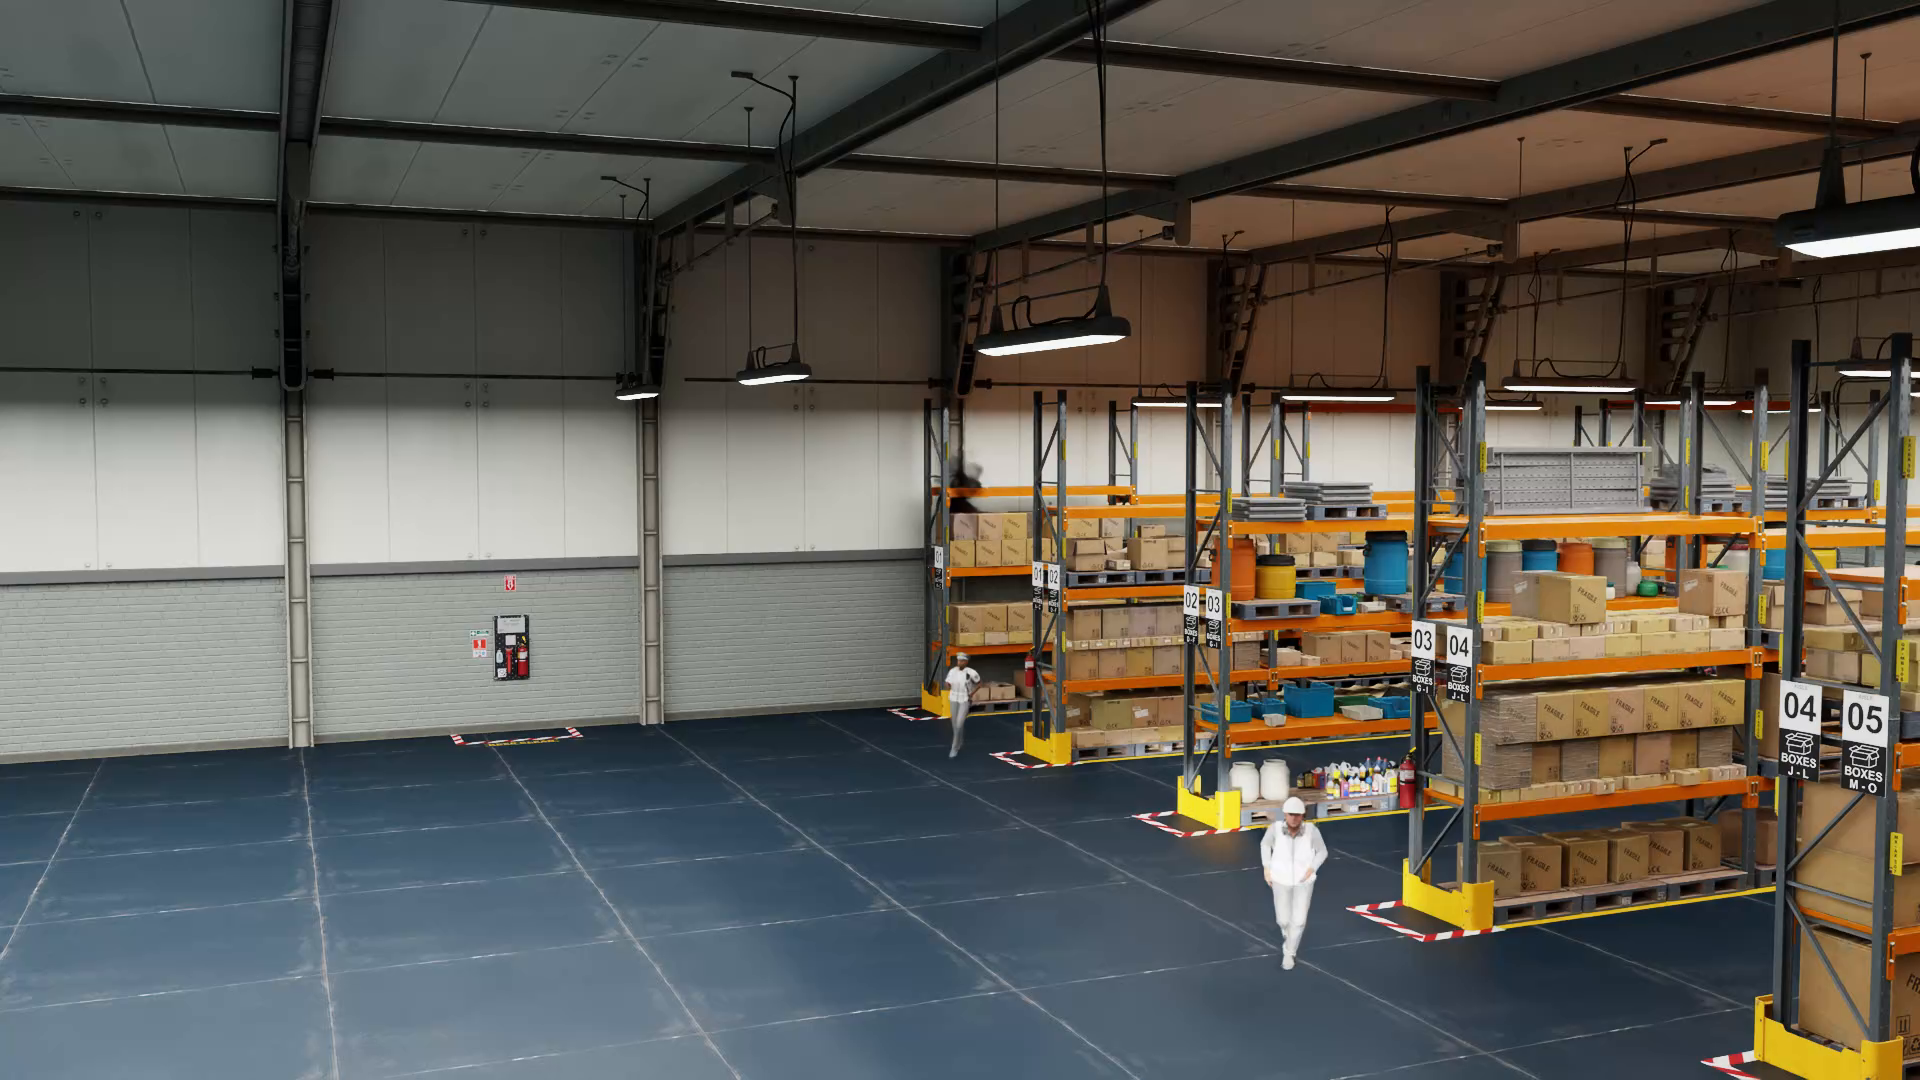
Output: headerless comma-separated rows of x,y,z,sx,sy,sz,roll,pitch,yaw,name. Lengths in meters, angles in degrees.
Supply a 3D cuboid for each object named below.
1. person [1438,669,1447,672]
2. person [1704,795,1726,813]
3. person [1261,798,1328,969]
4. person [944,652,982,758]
9.600,2.371,32.367,0.709,1.790,0.669,-2,4,-30,person
10.441,2.926,23.112,0.602,1.740,0.651,-3,4,-37,person
3.300,3.351,16.448,0.642,1.704,0.760,0,3,8,person
0.031,2.706,27.475,0.583,1.744,0.761,1,4,22,person
